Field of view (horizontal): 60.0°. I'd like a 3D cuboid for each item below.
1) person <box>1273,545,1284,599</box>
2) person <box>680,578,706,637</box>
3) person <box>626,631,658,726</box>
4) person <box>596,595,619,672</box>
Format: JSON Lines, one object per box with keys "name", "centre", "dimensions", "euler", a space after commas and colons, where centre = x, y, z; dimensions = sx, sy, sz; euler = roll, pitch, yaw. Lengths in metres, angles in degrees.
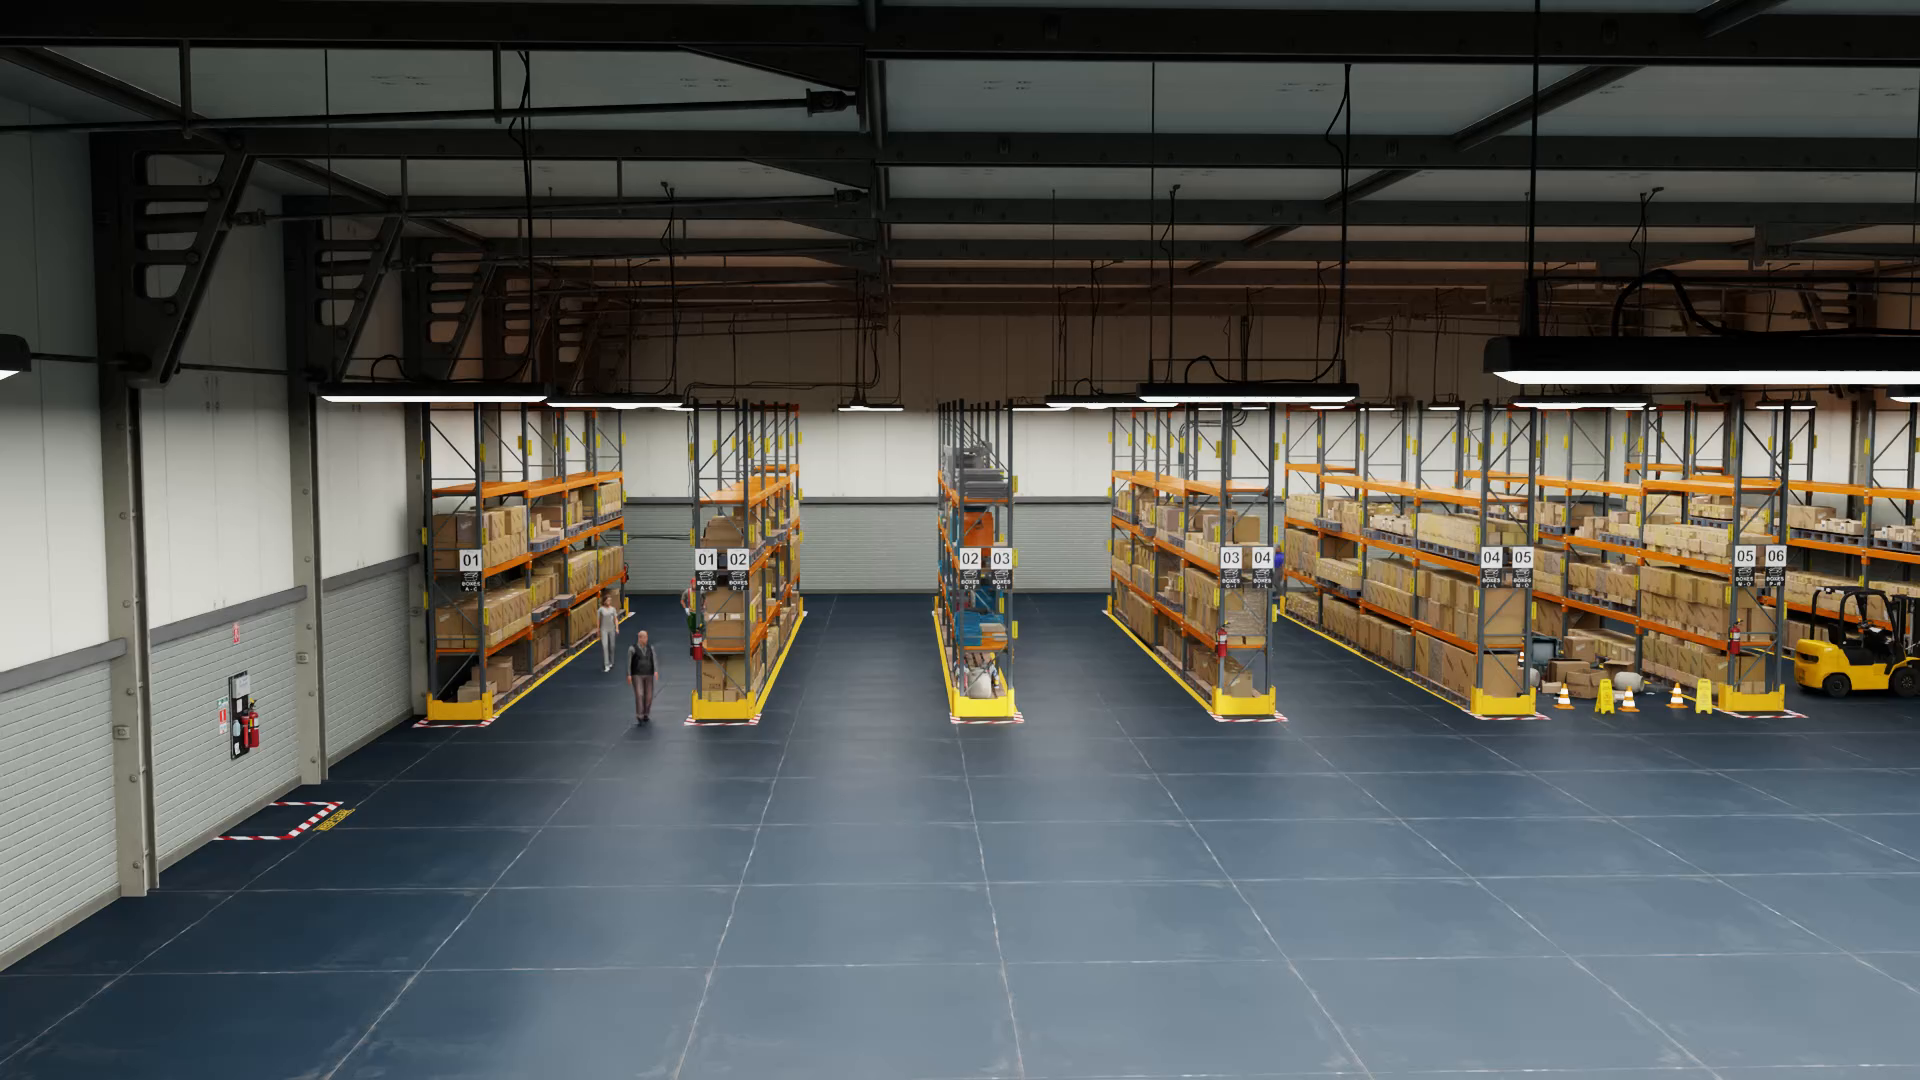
{"name": "person", "centre": [9.835, 0.985, 51.296], "dimensions": [0.472, 1.648, 0.481], "euler": [-1, 4, -12]}
{"name": "person", "centre": [-6.557, 1.769, 41.065], "dimensions": [0.629, 1.687, 0.619], "euler": [0, 4, 6]}
{"name": "person", "centre": [-5.825, 2.557, 30.774], "dimensions": [0.580, 1.711, 0.758], "euler": [-3, 5, -30]}
{"name": "person", "centre": [-7.849, 2.075, 37.242], "dimensions": [0.465, 1.657, 0.743], "euler": [-2, 5, -29]}
